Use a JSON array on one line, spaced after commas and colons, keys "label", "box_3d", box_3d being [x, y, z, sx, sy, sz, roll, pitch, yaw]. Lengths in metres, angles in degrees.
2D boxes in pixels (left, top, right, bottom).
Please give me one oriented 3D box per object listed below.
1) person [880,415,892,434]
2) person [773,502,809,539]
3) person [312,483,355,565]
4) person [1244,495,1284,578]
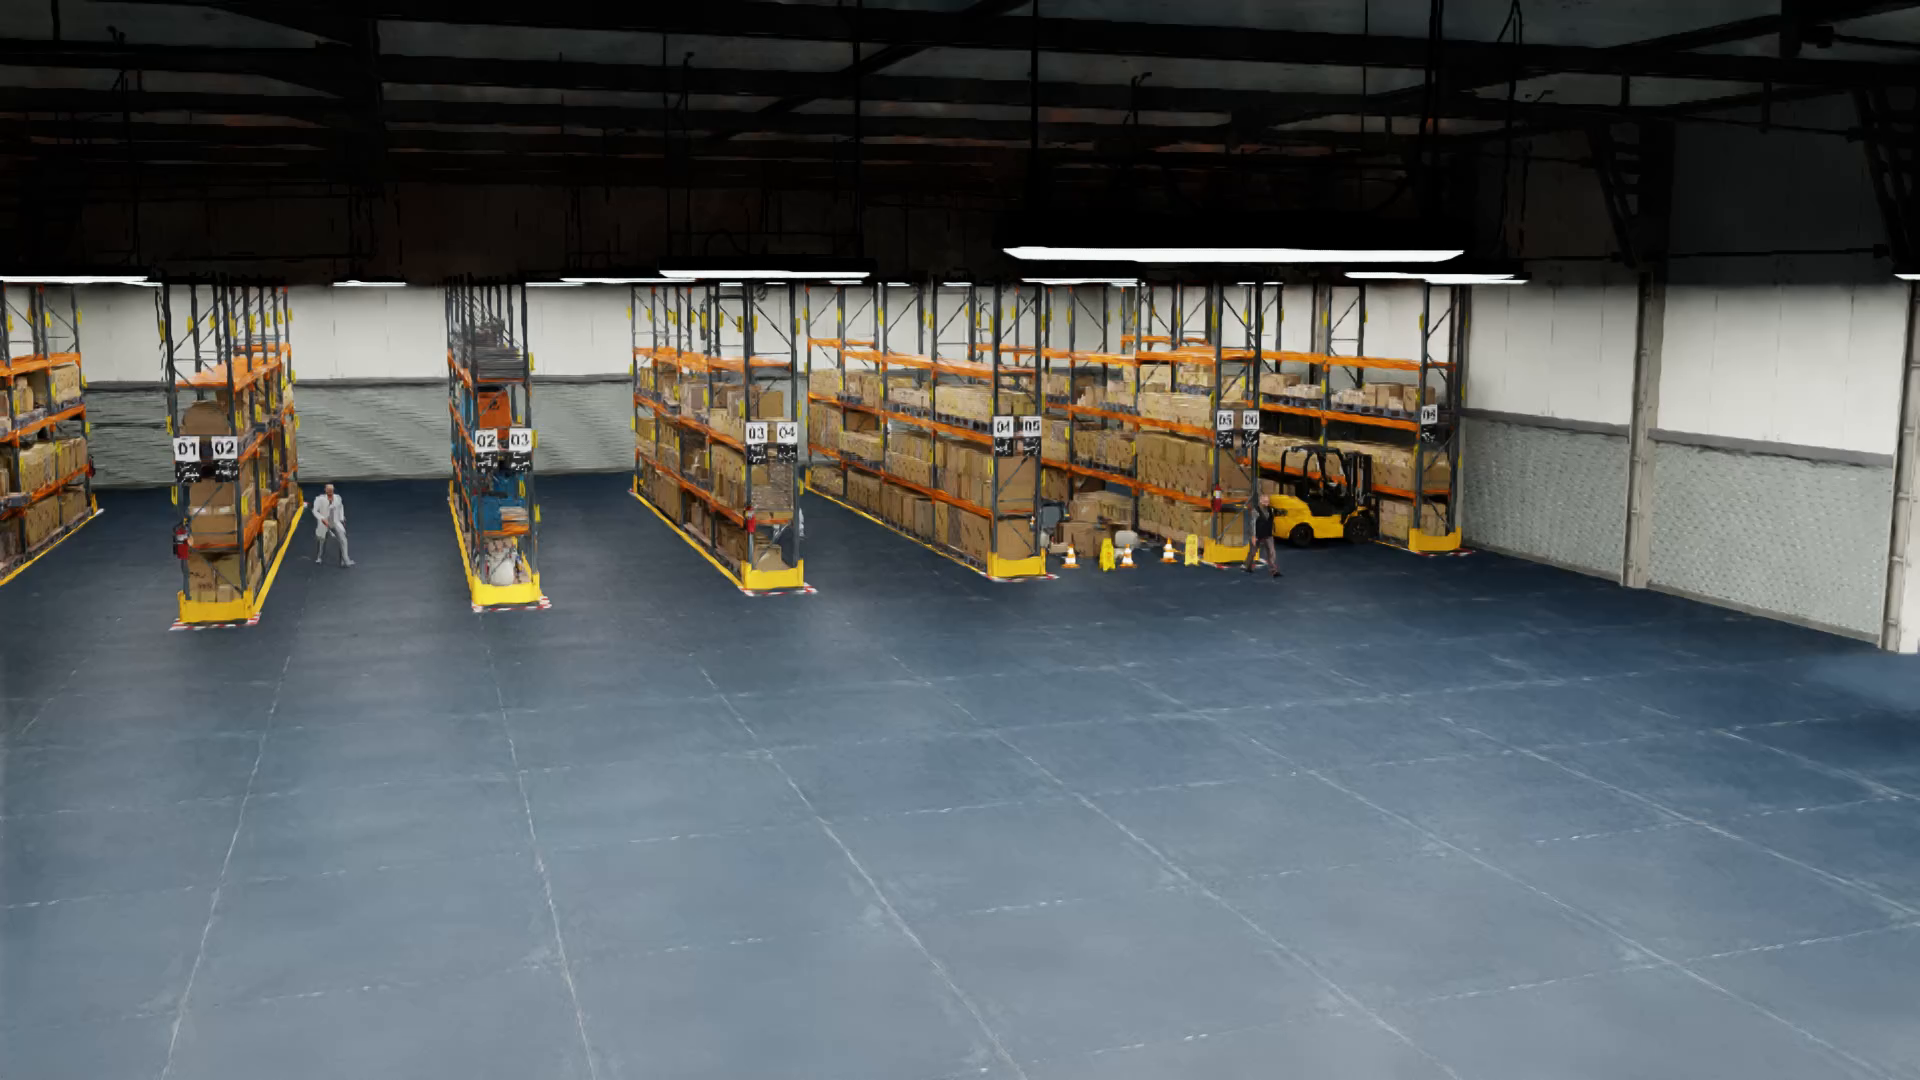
[{"label": "person", "box_3d": [-2.368, -3.224, 53.894, 0.533, 1.672, 0.519, 3, 9, 19]}, {"label": "person", "box_3d": [-3.938, -0.872, 38.077, 0.684, 1.714, 0.845, -6, 10, -34]}, {"label": "person", "box_3d": [-13.100, -0.339, 34.564, 0.724, 1.713, 0.885, -6, 10, -34]}, {"label": "person", "box_3d": [6.025, -0.095, 33.141, 0.546, 1.643, 1.105, -3, 9, -20]}]
